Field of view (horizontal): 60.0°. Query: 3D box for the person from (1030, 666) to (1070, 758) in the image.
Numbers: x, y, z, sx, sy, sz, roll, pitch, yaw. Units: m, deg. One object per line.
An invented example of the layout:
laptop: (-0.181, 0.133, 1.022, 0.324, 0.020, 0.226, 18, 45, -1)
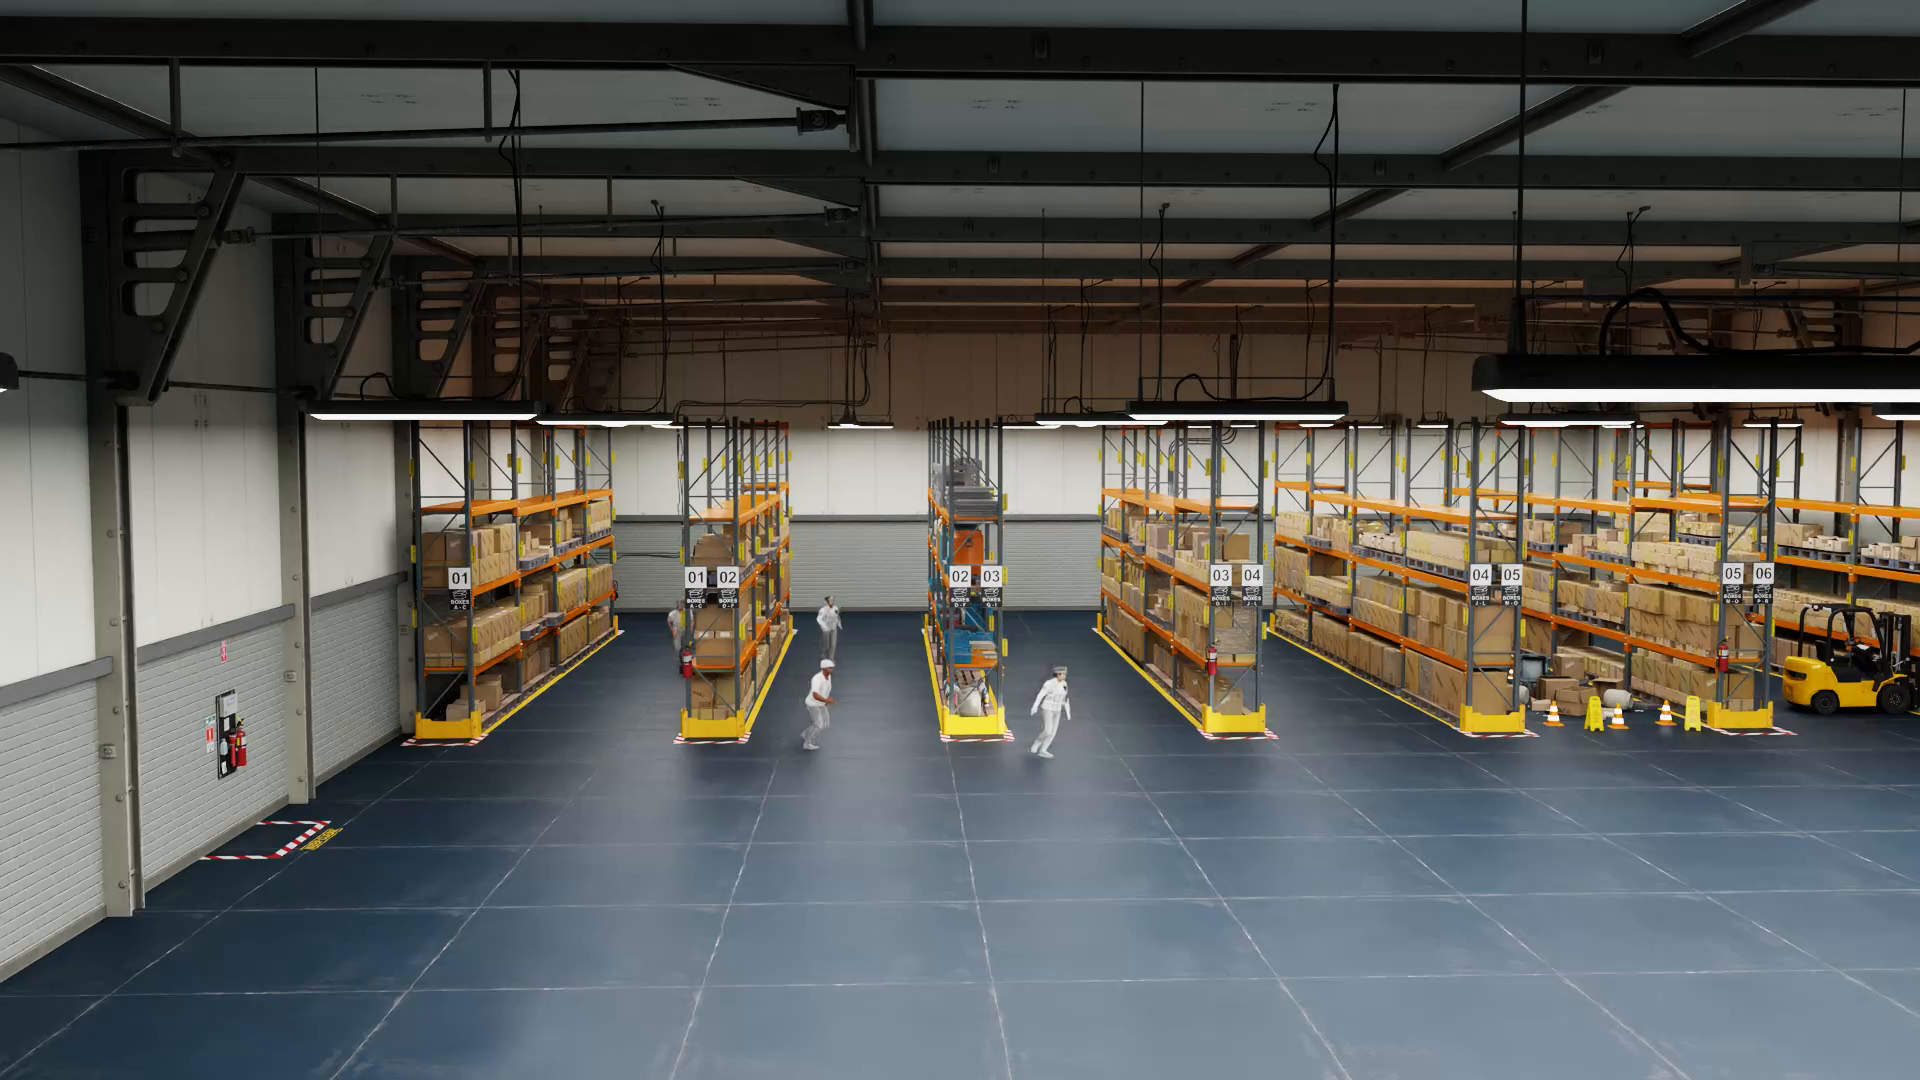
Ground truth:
person: (1.596, 3.015, 29.208, 0.641, 1.621, 0.563, -3, 5, -36)

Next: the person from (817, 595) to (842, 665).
person: (-3.070, 2.096, 38.764, 0.616, 1.663, 0.641, -2, 4, -26)

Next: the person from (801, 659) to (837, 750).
person: (-2.544, 2.951, 29.883, 0.768, 1.647, 0.692, 1, 4, 19)

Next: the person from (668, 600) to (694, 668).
person: (-6.759, 2.256, 40.380, 0.690, 1.670, 0.868, -2, 4, -22)
